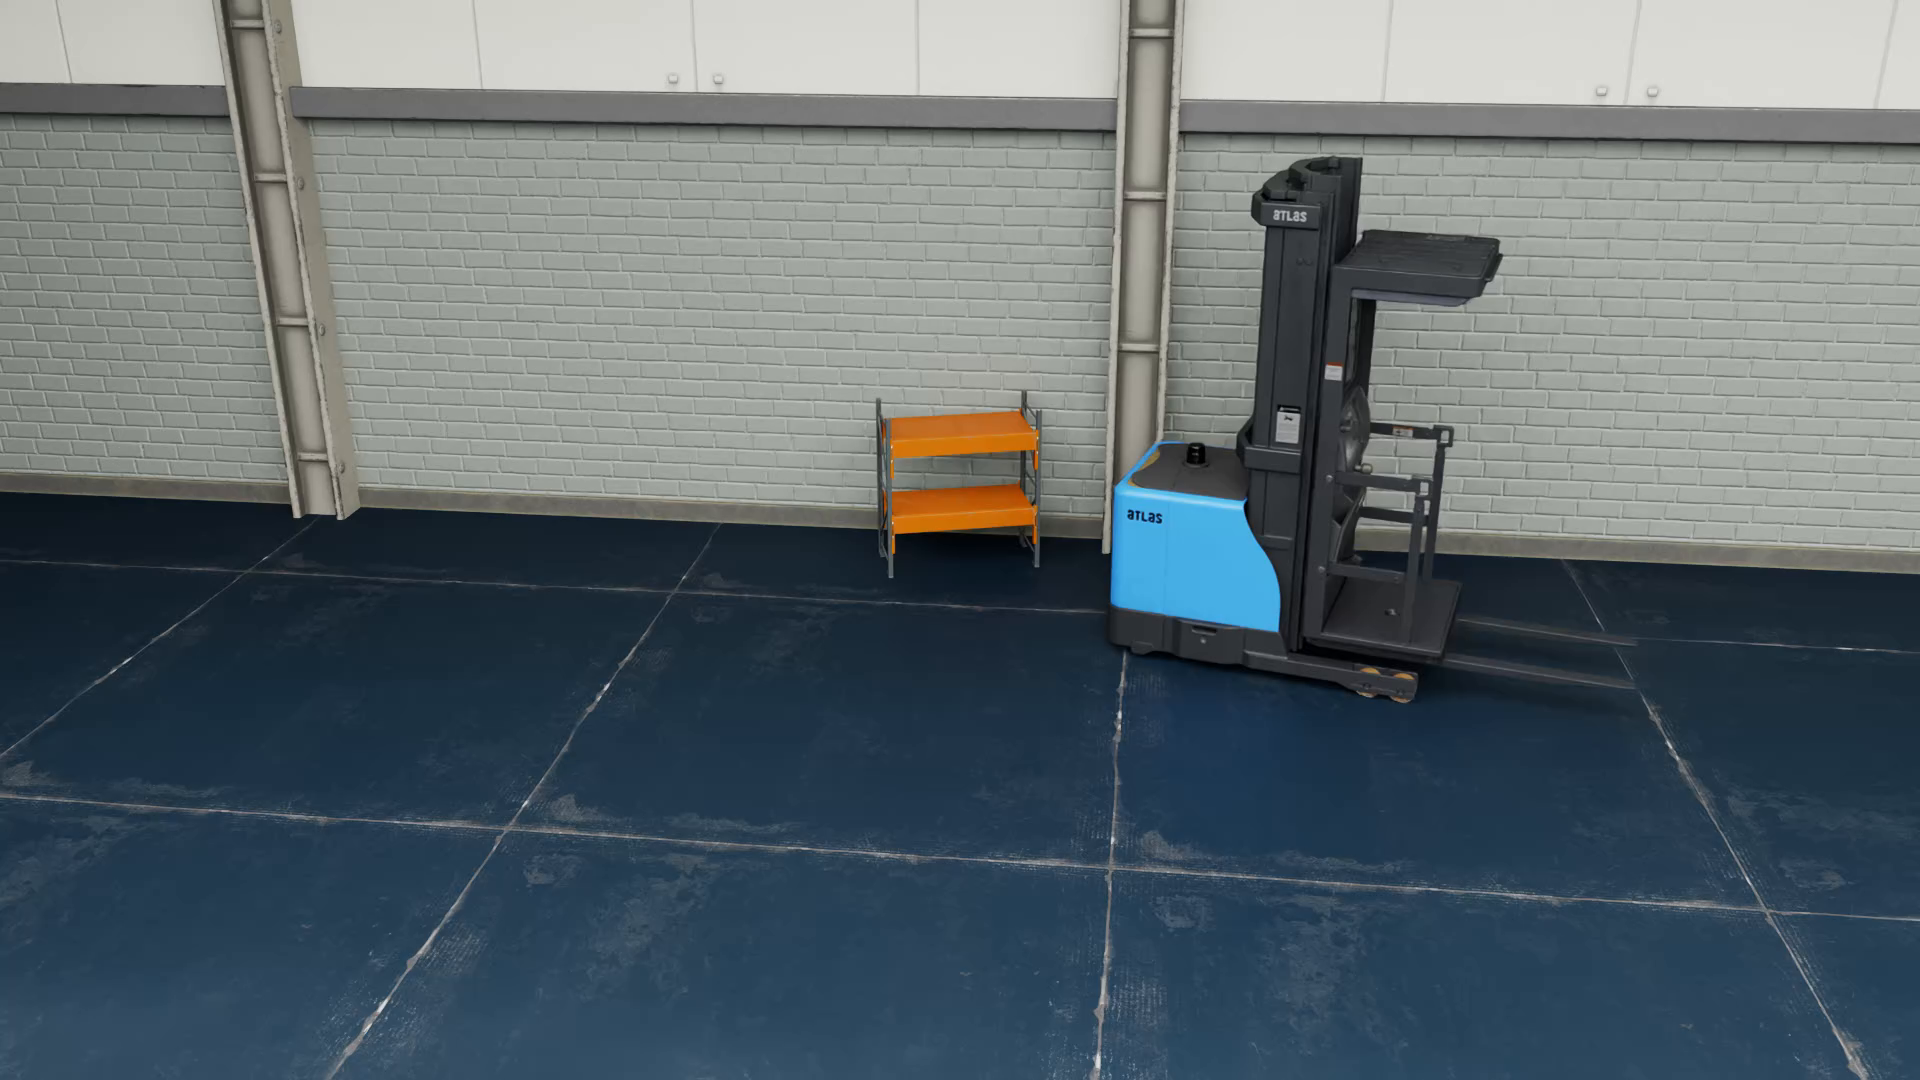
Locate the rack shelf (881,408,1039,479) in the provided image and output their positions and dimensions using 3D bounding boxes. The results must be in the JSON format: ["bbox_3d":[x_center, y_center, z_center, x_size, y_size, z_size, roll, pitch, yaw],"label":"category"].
[{"bbox_3d":[-0.014,-0.662,11.289,1.000,0.278,0.538,-4,22,-10],"label":"rack shelf"}]

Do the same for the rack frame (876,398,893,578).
[{"bbox_3d":[-0.514,-0.356,11.309,0.032,1.125,0.500,-4,22,-10],"label":"rack frame"}]

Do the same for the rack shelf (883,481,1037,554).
[{"bbox_3d":[-0.014,-0.163,11.487,1.000,0.278,0.538,-4,22,-10],"label":"rack shelf"}]

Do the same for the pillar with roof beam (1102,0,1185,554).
[{"bbox_3d":[0.707,-2.568,6.196,0.400,9.000,9.100,2,22,6],"label":"pillar with roof beam"}]

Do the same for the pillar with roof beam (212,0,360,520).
[{"bbox_3d":[-5.251,-2.828,6.852,0.400,9.000,9.100,2,22,6],"label":"pillar with roof beam"}]

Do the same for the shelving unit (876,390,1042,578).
[{"bbox_3d":[-0.014,-0.390,11.397,1.048,1.125,0.538,-4,22,-10],"label":"shelving unit"}]

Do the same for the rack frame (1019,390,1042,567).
[{"bbox_3d":[0.486,-0.425,11.484,0.032,1.125,0.500,-4,22,-10],"label":"rack frame"}]

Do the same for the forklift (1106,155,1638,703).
[{"bbox_3d":[2.471,-0.648,9.592,3.031,2.935,1.130,8,23,20],"label":"forklift"}]
